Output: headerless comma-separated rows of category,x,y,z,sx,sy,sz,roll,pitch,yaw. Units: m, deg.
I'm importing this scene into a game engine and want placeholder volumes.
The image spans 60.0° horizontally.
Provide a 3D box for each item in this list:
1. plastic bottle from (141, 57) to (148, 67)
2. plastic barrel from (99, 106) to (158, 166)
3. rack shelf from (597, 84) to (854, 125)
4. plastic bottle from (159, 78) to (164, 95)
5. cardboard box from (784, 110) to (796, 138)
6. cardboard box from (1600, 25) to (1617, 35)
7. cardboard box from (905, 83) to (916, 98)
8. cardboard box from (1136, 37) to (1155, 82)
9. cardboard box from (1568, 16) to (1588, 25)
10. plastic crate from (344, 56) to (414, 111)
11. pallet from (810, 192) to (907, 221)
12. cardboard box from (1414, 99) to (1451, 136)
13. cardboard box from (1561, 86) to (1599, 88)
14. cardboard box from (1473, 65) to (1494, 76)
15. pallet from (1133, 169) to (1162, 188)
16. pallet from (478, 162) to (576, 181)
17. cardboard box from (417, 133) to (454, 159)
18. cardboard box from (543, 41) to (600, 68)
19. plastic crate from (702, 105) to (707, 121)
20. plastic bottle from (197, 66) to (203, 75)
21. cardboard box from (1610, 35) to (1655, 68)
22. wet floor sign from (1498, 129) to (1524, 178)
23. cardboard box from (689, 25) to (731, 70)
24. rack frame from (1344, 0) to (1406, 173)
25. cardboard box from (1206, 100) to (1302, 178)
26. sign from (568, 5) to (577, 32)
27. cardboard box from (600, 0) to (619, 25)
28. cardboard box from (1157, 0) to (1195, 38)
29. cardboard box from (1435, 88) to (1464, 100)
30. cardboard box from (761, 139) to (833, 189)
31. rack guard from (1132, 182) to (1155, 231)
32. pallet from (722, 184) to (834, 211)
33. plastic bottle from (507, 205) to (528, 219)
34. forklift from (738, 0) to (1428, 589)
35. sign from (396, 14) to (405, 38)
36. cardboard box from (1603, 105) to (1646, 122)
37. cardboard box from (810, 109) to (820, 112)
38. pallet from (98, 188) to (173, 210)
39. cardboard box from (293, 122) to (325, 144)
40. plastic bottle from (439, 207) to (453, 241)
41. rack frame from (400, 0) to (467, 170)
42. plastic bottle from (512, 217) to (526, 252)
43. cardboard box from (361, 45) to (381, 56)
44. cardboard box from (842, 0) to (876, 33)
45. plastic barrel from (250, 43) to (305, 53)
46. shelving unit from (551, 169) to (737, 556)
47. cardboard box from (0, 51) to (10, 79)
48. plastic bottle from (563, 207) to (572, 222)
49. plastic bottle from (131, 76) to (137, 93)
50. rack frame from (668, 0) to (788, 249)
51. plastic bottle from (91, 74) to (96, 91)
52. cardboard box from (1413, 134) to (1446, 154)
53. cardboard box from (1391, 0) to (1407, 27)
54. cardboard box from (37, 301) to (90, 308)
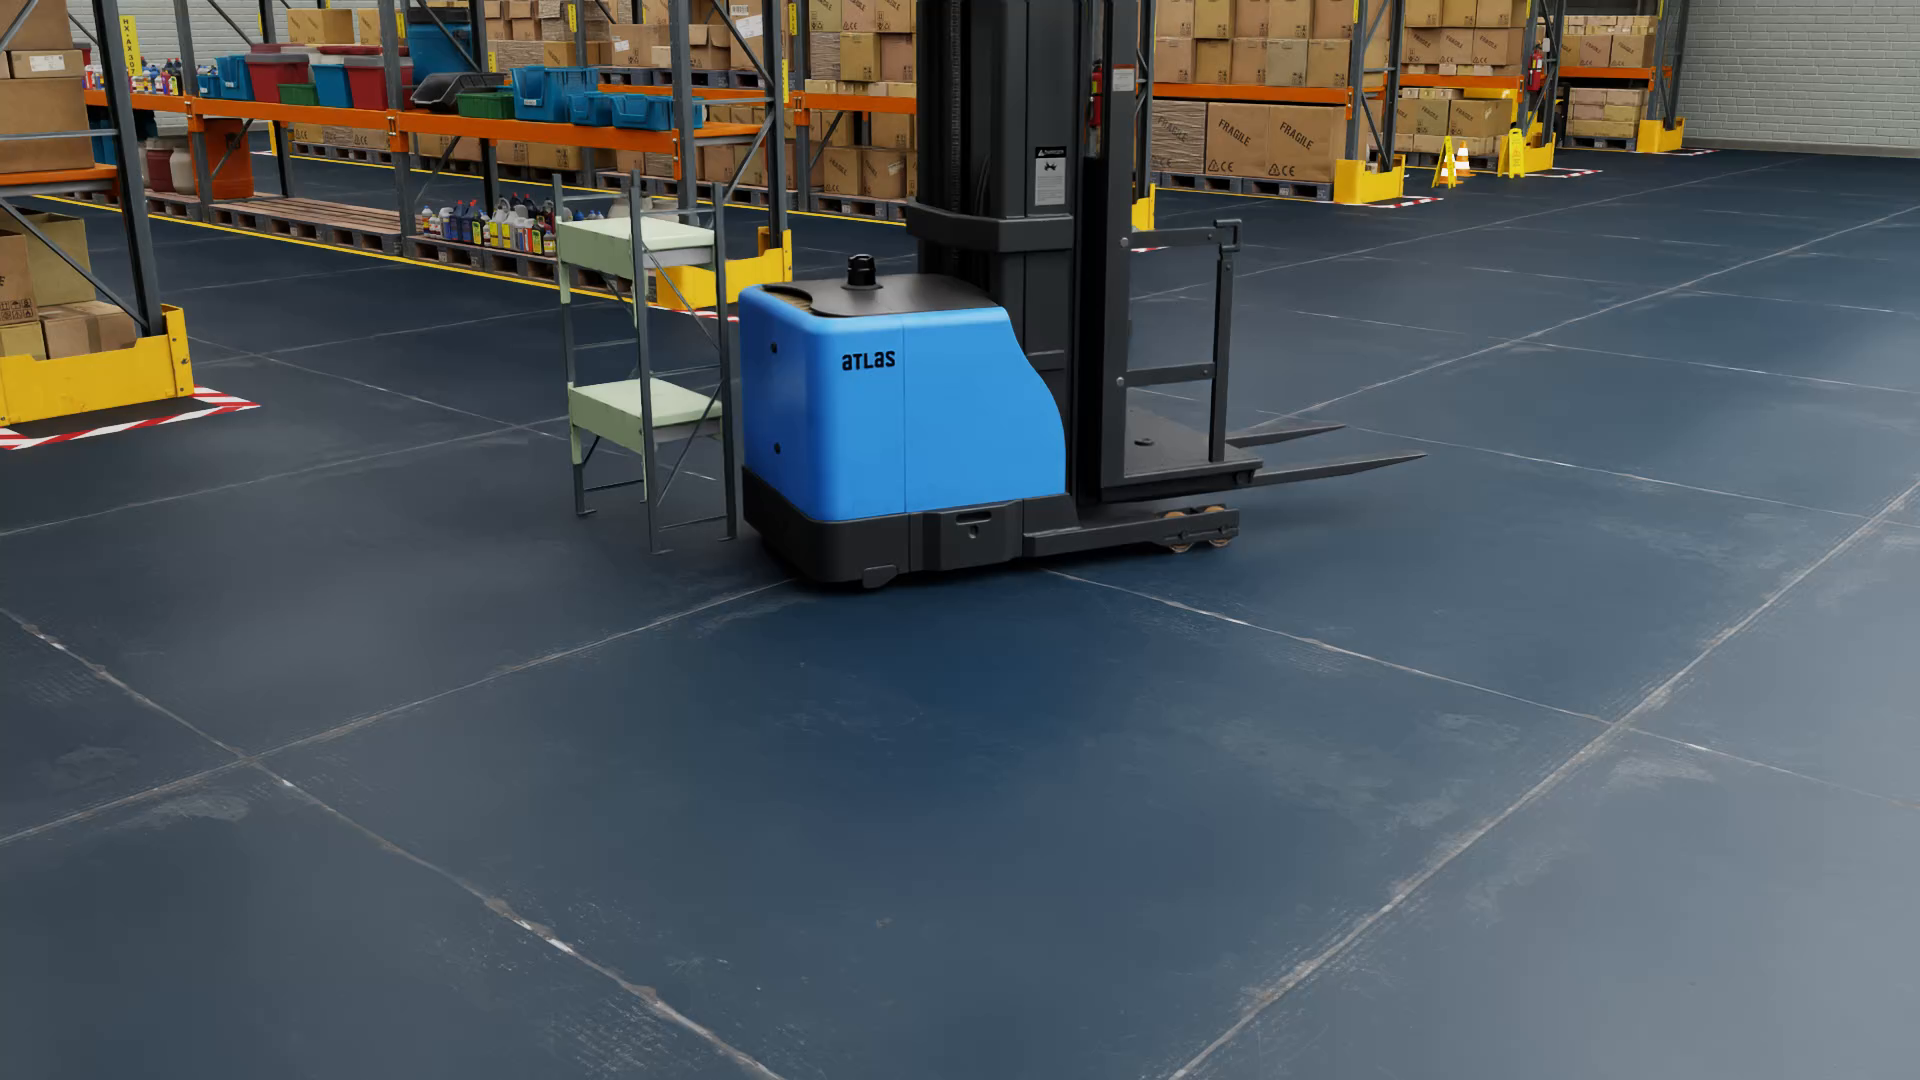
plastic bottle,-9.681,-5.561,19.756,0.185,0.351,0.144,15,23,39
plastic barrel,-9.798,-4.676,19.663,0.708,0.901,0.600,15,23,39
rack shelf,-2.948,-5.305,20.057,4.000,0.370,1.077,15,23,39
plastic bottle,-8.564,-4.892,17.896,0.097,0.201,0.097,0,18,0
cardboard box,-2.534,-6.440,25.884,0.500,0.500,0.500,14,22,37
cardboard box,10.600,-8.282,27.013,0.250,0.149,0.380,16,23,40
cardboard box,-0.360,-4.717,17.431,0.250,0.149,0.380,15,23,39
cardboard box,2.626,-6.243,21.576,0.550,0.550,0.875,15,23,39
cardboard box,10.177,-8.515,27.253,0.250,0.149,0.380,16,23,41
plastic crate,-5.305,-4.184,15.230,0.583,0.464,0.402,15,23,39
pallet,-0.927,-3.790,18.705,1.213,0.211,1.003,15,23,39
cardboard box,6.952,-6.138,24.105,0.500,0.500,0.500,16,24,41
cardboard box,10.432,-7.517,28.036,0.500,0.250,0.500,15,23,39
cardboard box,7.432,-6.618,23.420,0.250,0.149,0.380,15,23,39
pallet,2.432,-4.848,22.040,1.213,0.211,1.003,15,23,39
pallet,-5.892,-5.140,22.960,1.213,0.211,1.003,15,23,39
cardboard box,-6.944,-5.916,23.611,0.875,0.875,1.225,15,23,39
cardboard box,-4.978,-6.140,21.334,0.500,0.500,0.500,16,24,41
plastic crate,-2.204,-3.449,13.457,0.250,0.136,0.298,15,23,39
plastic bottle,-8.601,-5.242,18.884,0.097,0.271,0.097,0,18,0
cardboard box,10.867,-7.896,26.867,0.500,0.500,0.500,14,23,38
wet floor sign,7.549,-5.283,22.690,0.267,0.644,0.232,-9,20,-27
cardboard box,-2.810,-5.823,19.635,0.797,0.503,0.637,-15,23,-40
rack frame,4.907,-5.545,19.624,0.127,3.000,1.000,15,23,39
cardboard box,3.697,-5.030,20.819,0.875,0.875,0.875,15,23,38
sign,-4.810,-6.475,20.641,0.005,0.325,0.100,15,23,39
cardboard box,-5.761,-8.962,28.083,0.500,0.500,0.500,14,22,38
cardboard box,2.970,-6.629,21.006,0.550,0.550,0.875,15,23,39
cardboard box,7.026,-6.402,23.863,0.250,0.149,0.380,16,24,41
cardboard box,-1.897,-4.392,19.398,0.500,0.500,0.700,13,22,35
rack guard,1.483,-3.267,16.578,0.348,0.500,1.175,15,23,39
pallet,-2.036,-4.073,19.596,1.213,0.211,1.003,15,23,39
plastic bottle,-4.003,-2.896,15.053,0.135,0.276,0.152,15,23,39
forklift,0.628,-1.485,6.947,3.031,2.935,1.130,-8,19,-23
sign,-7.803,-7.177,23.205,0.005,0.325,0.100,15,23,39
cardboard box,10.838,-6.964,27.120,0.500,0.250,0.500,15,23,39
cardboard box,-2.147,-6.694,25.444,0.500,0.250,0.500,15,23,40
pallet,-9.257,-3.993,19.345,1.213,0.211,1.003,15,23,39
cardboard box,-9.896,-6.732,26.185,0.875,0.875,0.875,15,23,39
plastic bottle,-4.533,-2.815,14.798,0.135,0.276,0.152,16,24,41
rack frame,-7.436,-6.852,23.744,0.127,3.000,1.000,15,23,39
plastic bottle,-3.687,-2.588,14.083,0.135,0.276,0.152,14,22,38
cardboard box,-8.329,-7.055,24.140,0.500,0.250,0.500,16,24,41
cardboard box,-0.910,-5.664,17.690,0.500,0.500,0.500,15,23,39
plastic barrel,-7.184,-4.969,17.584,0.708,0.536,0.600,15,23,39
shelving unit,-1.340,-0.775,7.073,0.431,1.500,0.755,-13,22,-35
cardboard box,-5.451,-2.593,9.085,0.250,0.149,0.380,15,23,38
plastic bottle,-3.563,-2.836,14.864,0.135,0.276,0.152,16,23,40
plastic bottle,-9.074,-5.029,18.328,0.097,0.201,0.097,0,18,0
rack frame,-1.748,-3.322,12.621,0.127,3.000,1.000,15,23,39
plastic bottle,-9.869,-5.242,19.000,0.097,0.201,0.097,0,18,0
cardboard box,6.952,-5.782,24.222,0.500,0.250,0.500,15,23,39
cardboard box,6.486,-7.718,24.163,0.500,0.500,0.700,15,23,39
cardboard box,-5.669,-1.349,10.256,0.500,0.250,0.500,15,23,39
